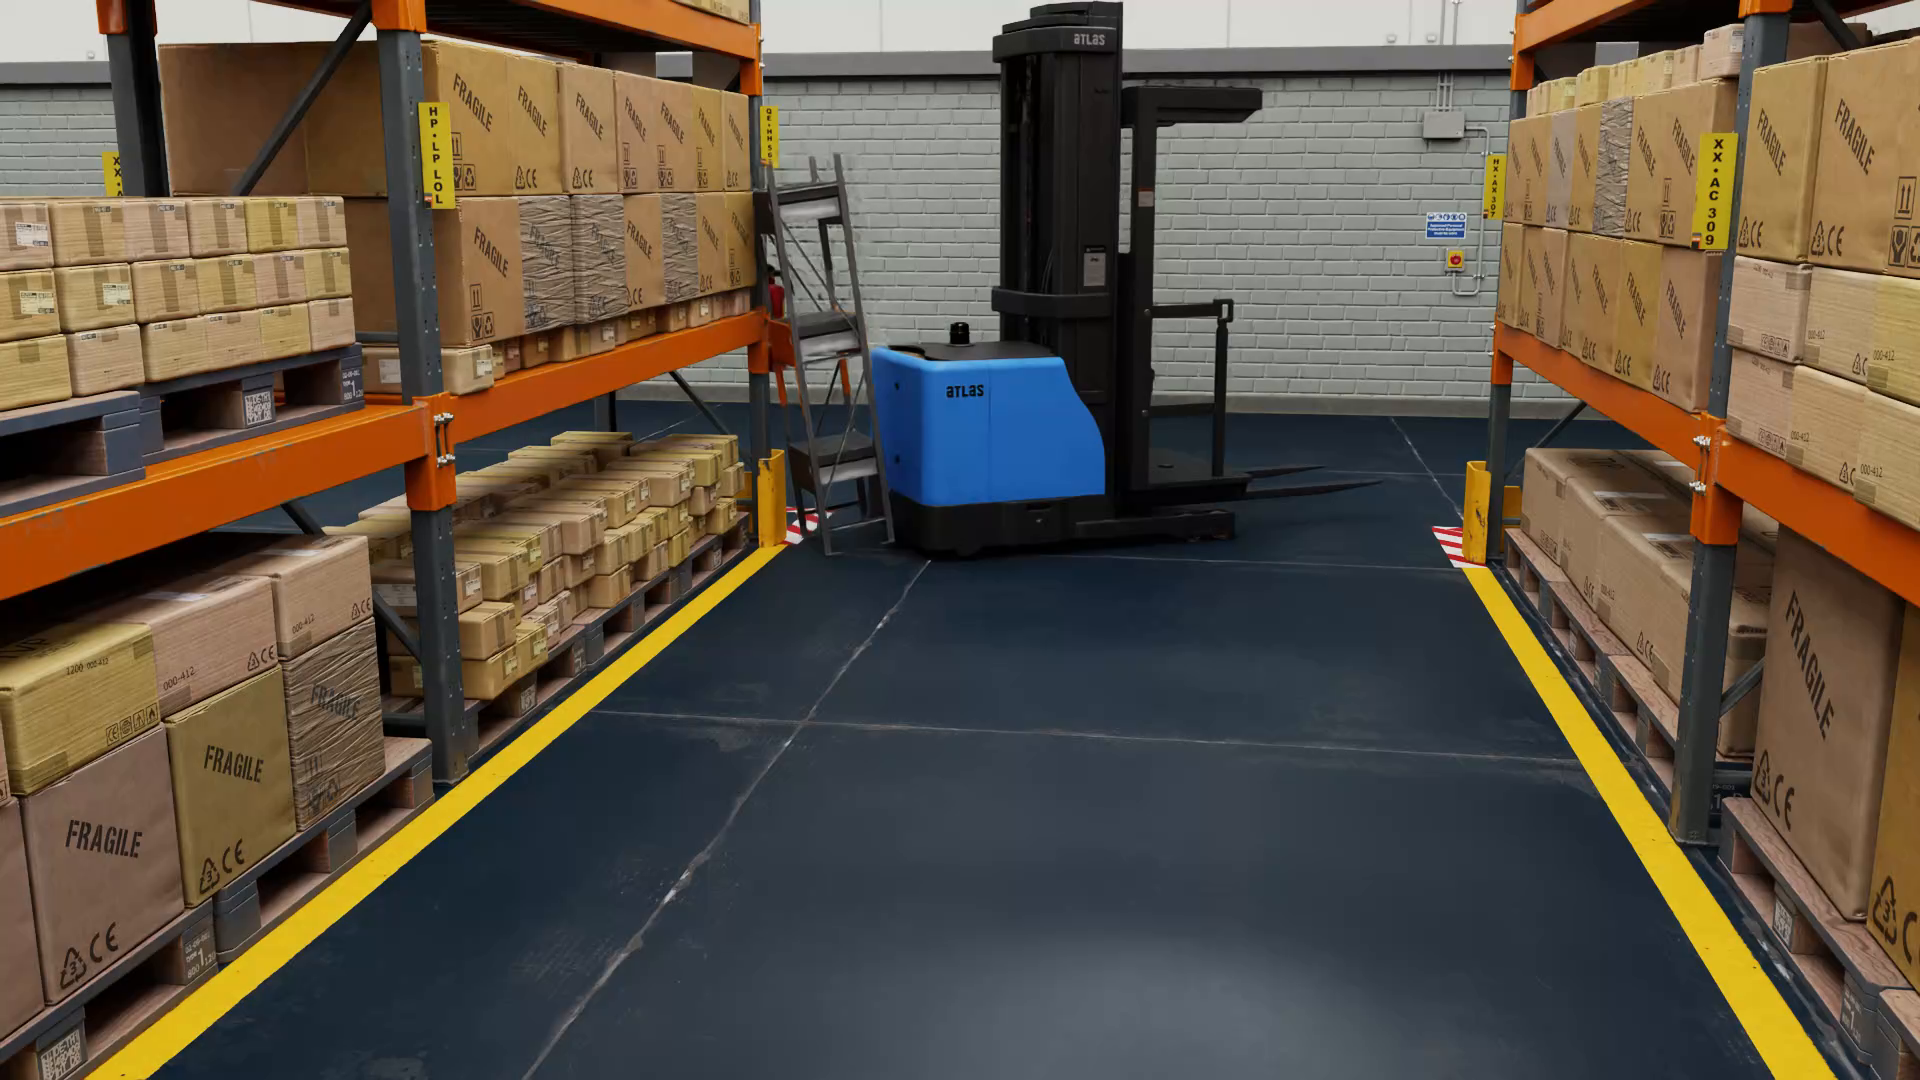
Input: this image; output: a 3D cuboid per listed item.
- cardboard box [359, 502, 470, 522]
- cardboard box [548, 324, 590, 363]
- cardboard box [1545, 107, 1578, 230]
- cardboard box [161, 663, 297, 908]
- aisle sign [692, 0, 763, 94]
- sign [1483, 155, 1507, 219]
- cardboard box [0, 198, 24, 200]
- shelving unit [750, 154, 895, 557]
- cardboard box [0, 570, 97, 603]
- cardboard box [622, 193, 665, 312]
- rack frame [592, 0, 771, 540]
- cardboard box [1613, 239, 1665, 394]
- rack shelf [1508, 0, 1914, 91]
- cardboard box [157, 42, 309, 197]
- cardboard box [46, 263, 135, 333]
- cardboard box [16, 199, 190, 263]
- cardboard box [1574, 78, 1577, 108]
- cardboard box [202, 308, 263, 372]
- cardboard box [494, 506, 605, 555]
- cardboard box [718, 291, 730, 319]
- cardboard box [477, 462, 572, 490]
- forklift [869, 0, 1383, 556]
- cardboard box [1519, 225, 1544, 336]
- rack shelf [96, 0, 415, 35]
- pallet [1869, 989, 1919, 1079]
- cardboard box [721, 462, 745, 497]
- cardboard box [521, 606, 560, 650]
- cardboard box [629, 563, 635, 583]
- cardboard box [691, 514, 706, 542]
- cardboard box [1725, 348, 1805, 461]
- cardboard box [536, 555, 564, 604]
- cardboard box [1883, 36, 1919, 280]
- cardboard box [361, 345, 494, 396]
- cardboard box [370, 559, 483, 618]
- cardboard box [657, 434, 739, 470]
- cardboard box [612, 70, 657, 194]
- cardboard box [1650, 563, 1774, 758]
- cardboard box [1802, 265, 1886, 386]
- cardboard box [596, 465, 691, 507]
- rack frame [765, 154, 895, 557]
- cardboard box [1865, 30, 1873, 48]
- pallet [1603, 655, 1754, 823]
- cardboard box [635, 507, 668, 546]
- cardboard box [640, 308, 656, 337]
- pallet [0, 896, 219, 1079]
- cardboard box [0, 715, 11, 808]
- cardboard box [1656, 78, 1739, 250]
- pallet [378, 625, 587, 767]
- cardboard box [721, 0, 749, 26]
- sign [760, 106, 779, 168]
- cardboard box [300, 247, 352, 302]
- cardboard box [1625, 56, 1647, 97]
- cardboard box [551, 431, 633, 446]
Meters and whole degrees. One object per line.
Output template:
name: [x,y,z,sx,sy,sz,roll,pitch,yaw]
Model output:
cardboard box: [-2.298,-0.062,7.019,0.380,0.149,0.250,1,12,6]
cardboard box: [-1.721,-0.805,6.707,0.380,0.149,0.250,2,12,10]
cardboard box: [2.828,-1.585,7.116,0.500,0.500,0.500,2,12,8]
cardboard box: [-2.139,0.626,4.405,0.500,0.500,0.500,2,12,7]
aisle sign: [-1.272,-2.769,9.050,0.394,0.787,0.004,2,12,9]
sign: [2.780,-1.834,8.641,0.100,0.325,0.005,2,12,9]
cardboard box: [-2.789,-0.854,4.525,0.380,0.149,0.250,2,12,9]
shelving unit: [-0.762,-1.006,9.062,0.431,2.100,0.503,-12,15,-18]
cardboard box: [-2.649,0.247,4.386,0.500,0.250,0.500,2,12,10]
cardboard box: [-1.634,-1.268,7.316,0.500,0.500,0.500,3,12,11]
rack frame: [-1.579,-1.492,9.298,1.000,3.000,0.127,2,12,9]
cardboard box: [2.604,-0.781,5.762,0.500,0.500,0.500,2,12,7]
rack shelf: [3.020,-2.051,6.480,1.077,0.370,4.000,2,12,9]
cardboard box: [-2.390,-1.449,5.782,0.500,0.500,0.500,1,12,7]
cardboard box: [-2.220,-0.581,3.962,0.380,0.149,0.250,1,12,6]
cardboard box: [-2.186,-0.779,4.174,0.380,0.149,0.250,2,12,8]
cardboard box: [2.865,-1.924,7.150,0.380,0.149,0.250,2,12,9]
cardboard box: [-2.140,-0.547,4.512,0.380,0.149,0.250,2,12,8]
cardboard box: [-1.708,-0.042,6.927,0.380,0.149,0.250,2,12,10]
cardboard box: [-1.426,-1.242,8.733,0.380,0.149,0.250,2,12,9]
cardboard box: [-2.093,-0.275,8.010,0.380,0.149,0.250,2,12,11]
forklift: [1.038,-1.518,9.582,3.031,2.935,1.130,-5,13,-21]
cardboard box: [2.919,-1.205,7.728,0.500,0.500,0.500,2,12,8]
rack shelf: [-2.502,-1.358,3.263,1.077,0.370,4.000,2,12,9]
pallet: [2.483,1.261,3.143,1.003,0.211,1.213,2,12,9]
cardboard box: [-1.379,-0.330,8.970,0.380,0.149,0.250,2,12,7]
cardboard box: [-1.793,0.354,6.499,0.380,0.149,0.250,2,12,8]
cardboard box: [-1.697,0.135,7.519,0.380,0.149,0.250,2,12,10]
cardboard box: [-1.520,-0.079,8.509,0.380,0.149,0.250,2,12,8]
cardboard box: [2.384,-0.364,4.418,0.500,0.250,0.500,2,12,7]
cardboard box: [-1.826,0.155,6.720,0.380,0.149,0.250,1,12,6]
cardboard box: [2.230,-0.765,3.311,0.500,0.500,0.500,2,12,7]
cardboard box: [-1.828,-0.585,5.685,0.380,0.149,0.250,2,12,11]
cardboard box: [-1.937,0.173,5.930,0.380,0.149,0.250,2,12,11]
cardboard box: [-1.410,-0.476,8.942,0.380,0.149,0.250,2,12,9]
cardboard box: [-1.631,-1.748,7.167,0.500,0.500,0.500,1,12,7]
cardboard box: [2.915,0.400,5.604,0.875,0.438,0.875,2,12,8]
cardboard box: [2.313,-0.500,3.861,0.500,0.250,0.500,2,12,10]
cardboard box: [-1.509,-0.258,7.930,0.380,0.149,0.250,2,12,11]
rack frame: [-0.677,-0.959,8.838,0.400,2.100,0.015,-12,15,-18]
cardboard box: [2.593,-1.501,5.188,0.380,0.149,0.250,2,12,10]
pallet: [2.906,0.687,5.804,1.003,0.211,1.213,2,12,9]
cardboard box: [-1.581,-0.061,7.721,0.380,0.149,0.250,3,12,11]
cardboard box: [-1.636,-1.027,7.736,0.380,0.149,0.250,1,12,6]
pallet: [-2.498,1.120,3.794,1.003,0.211,1.213,2,12,9]
cardboard box: [-2.298,0.479,3.307,0.500,0.250,0.500,2,12,9]
cardboard box: [2.512,-1.165,5.169,0.500,0.500,0.500,2,12,8]
pallet: [-2.126,0.562,6.382,1.003,0.211,1.213,2,12,9]
cardboard box: [-1.388,-2.782,8.519,0.500,0.250,0.500,2,12,7]
sign: [-1.034,-2.191,9.040,0.100,0.325,0.005,2,12,9]
cardboard box: [-2.061,-0.798,4.971,0.380,0.149,0.250,2,12,10]
cardboard box: [2.704,-1.714,6.174,0.380,0.149,0.250,2,12,7]
cardboard box: [-1.996,-0.497,9.037,0.380,0.149,0.250,1,12,6]
